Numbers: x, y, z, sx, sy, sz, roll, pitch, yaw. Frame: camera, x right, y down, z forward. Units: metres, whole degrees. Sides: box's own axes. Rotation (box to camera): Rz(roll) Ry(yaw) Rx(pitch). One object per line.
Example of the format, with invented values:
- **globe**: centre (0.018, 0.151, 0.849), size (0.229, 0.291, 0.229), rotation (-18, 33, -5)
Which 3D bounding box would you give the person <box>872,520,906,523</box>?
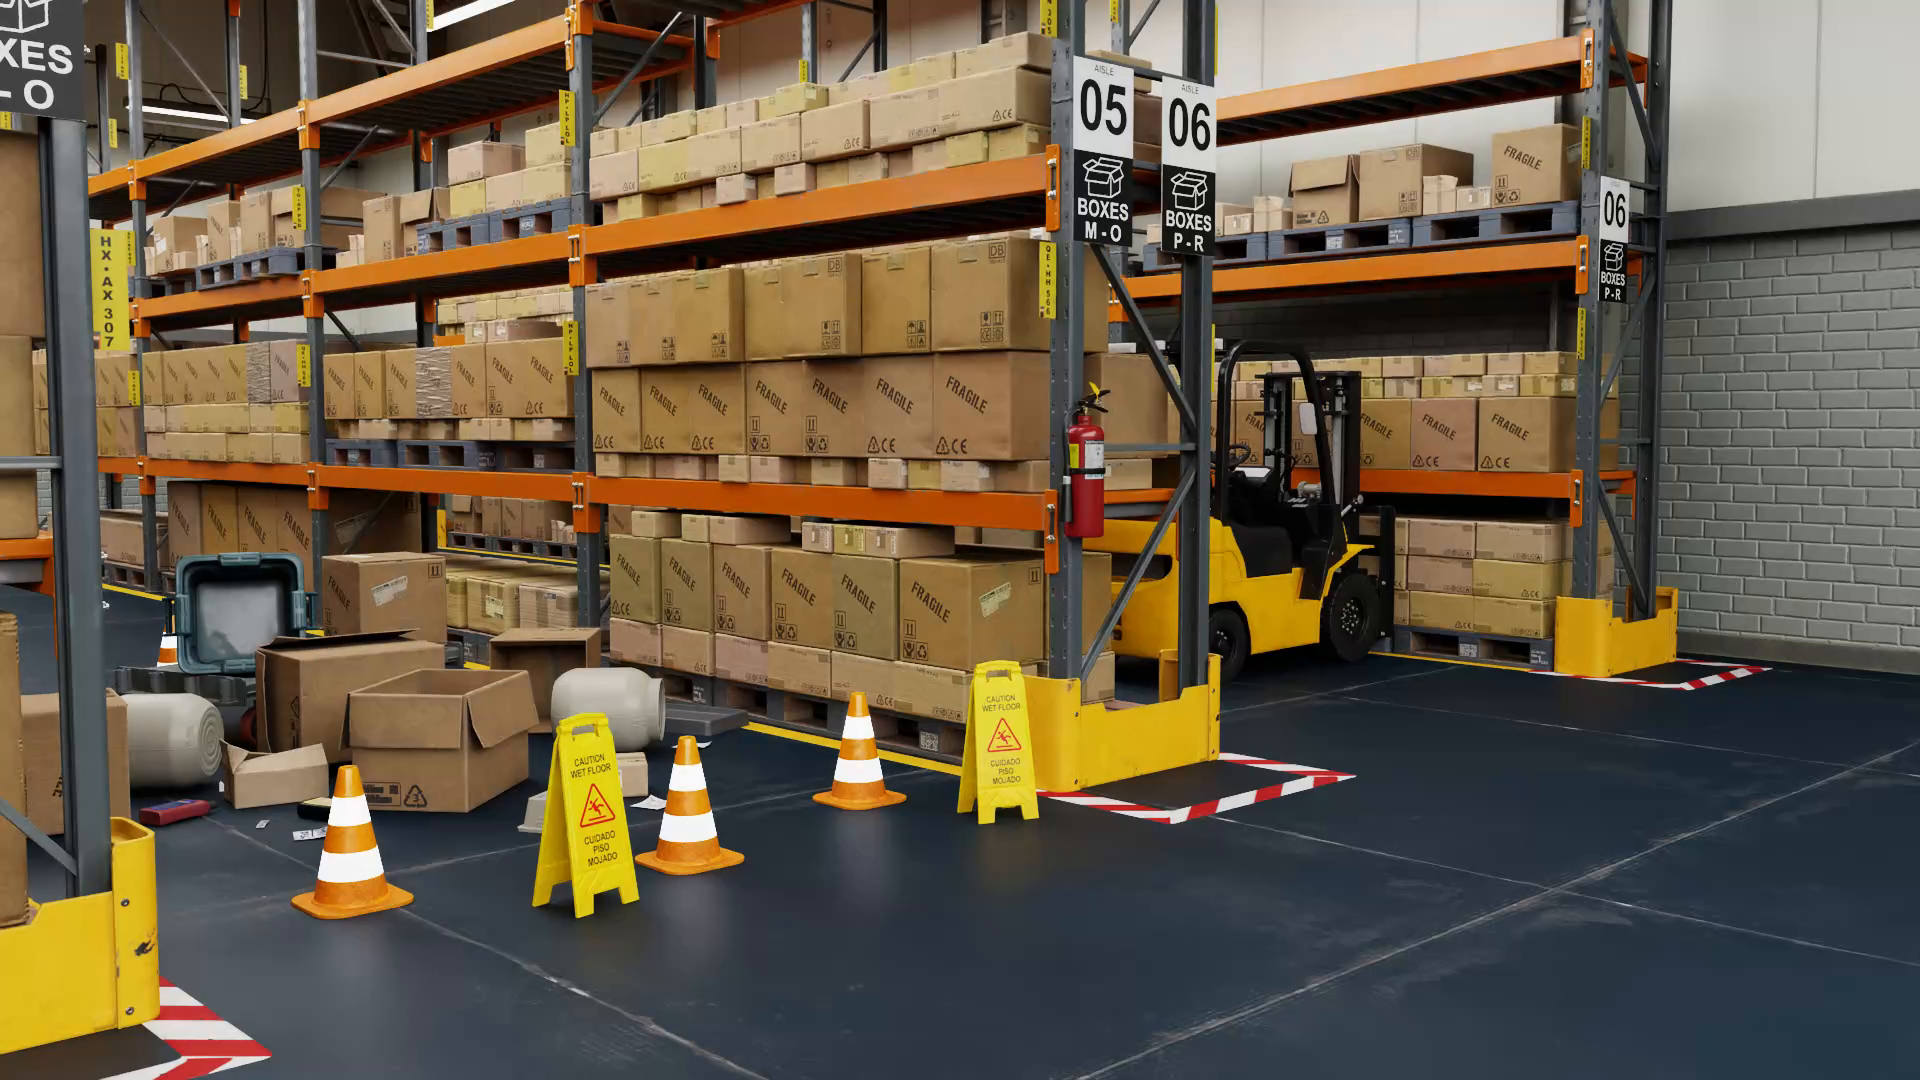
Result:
- **person**: centre (-0.438, 0.249, 12.789), size (0.558, 0.983, 0.883), rotation (-4, 5, -44)
